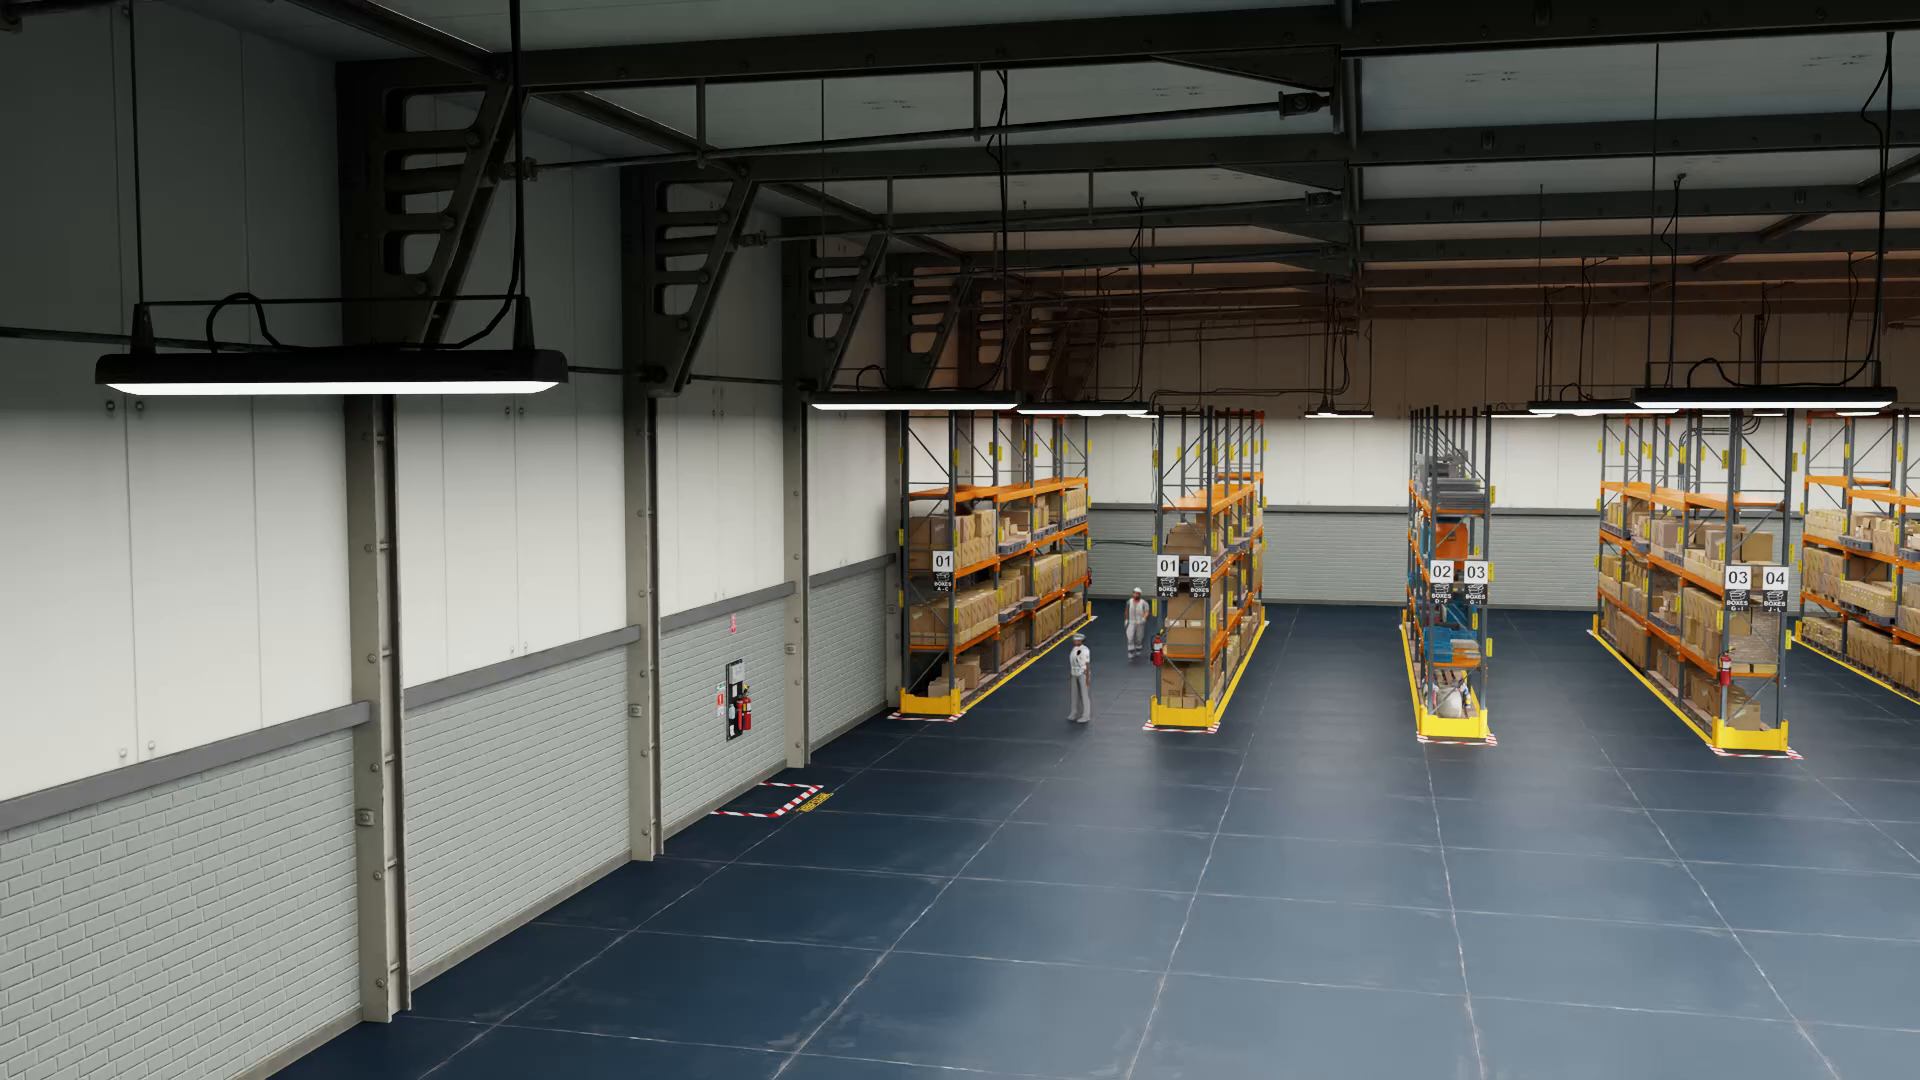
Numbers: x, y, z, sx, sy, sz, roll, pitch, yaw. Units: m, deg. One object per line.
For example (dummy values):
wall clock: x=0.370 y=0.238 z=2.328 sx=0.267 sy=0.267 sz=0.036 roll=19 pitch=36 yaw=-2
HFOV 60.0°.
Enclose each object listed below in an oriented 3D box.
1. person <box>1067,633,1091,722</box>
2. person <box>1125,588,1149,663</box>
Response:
person: x=2.263 y=2.610 z=31.711 sx=0.390 sy=1.673 sz=0.501 roll=-3 pitch=5 yaw=-37
person: x=4.214 y=2.037 z=39.723 sx=0.610 sy=1.813 sz=0.877 roll=1 pitch=4 yaw=14
